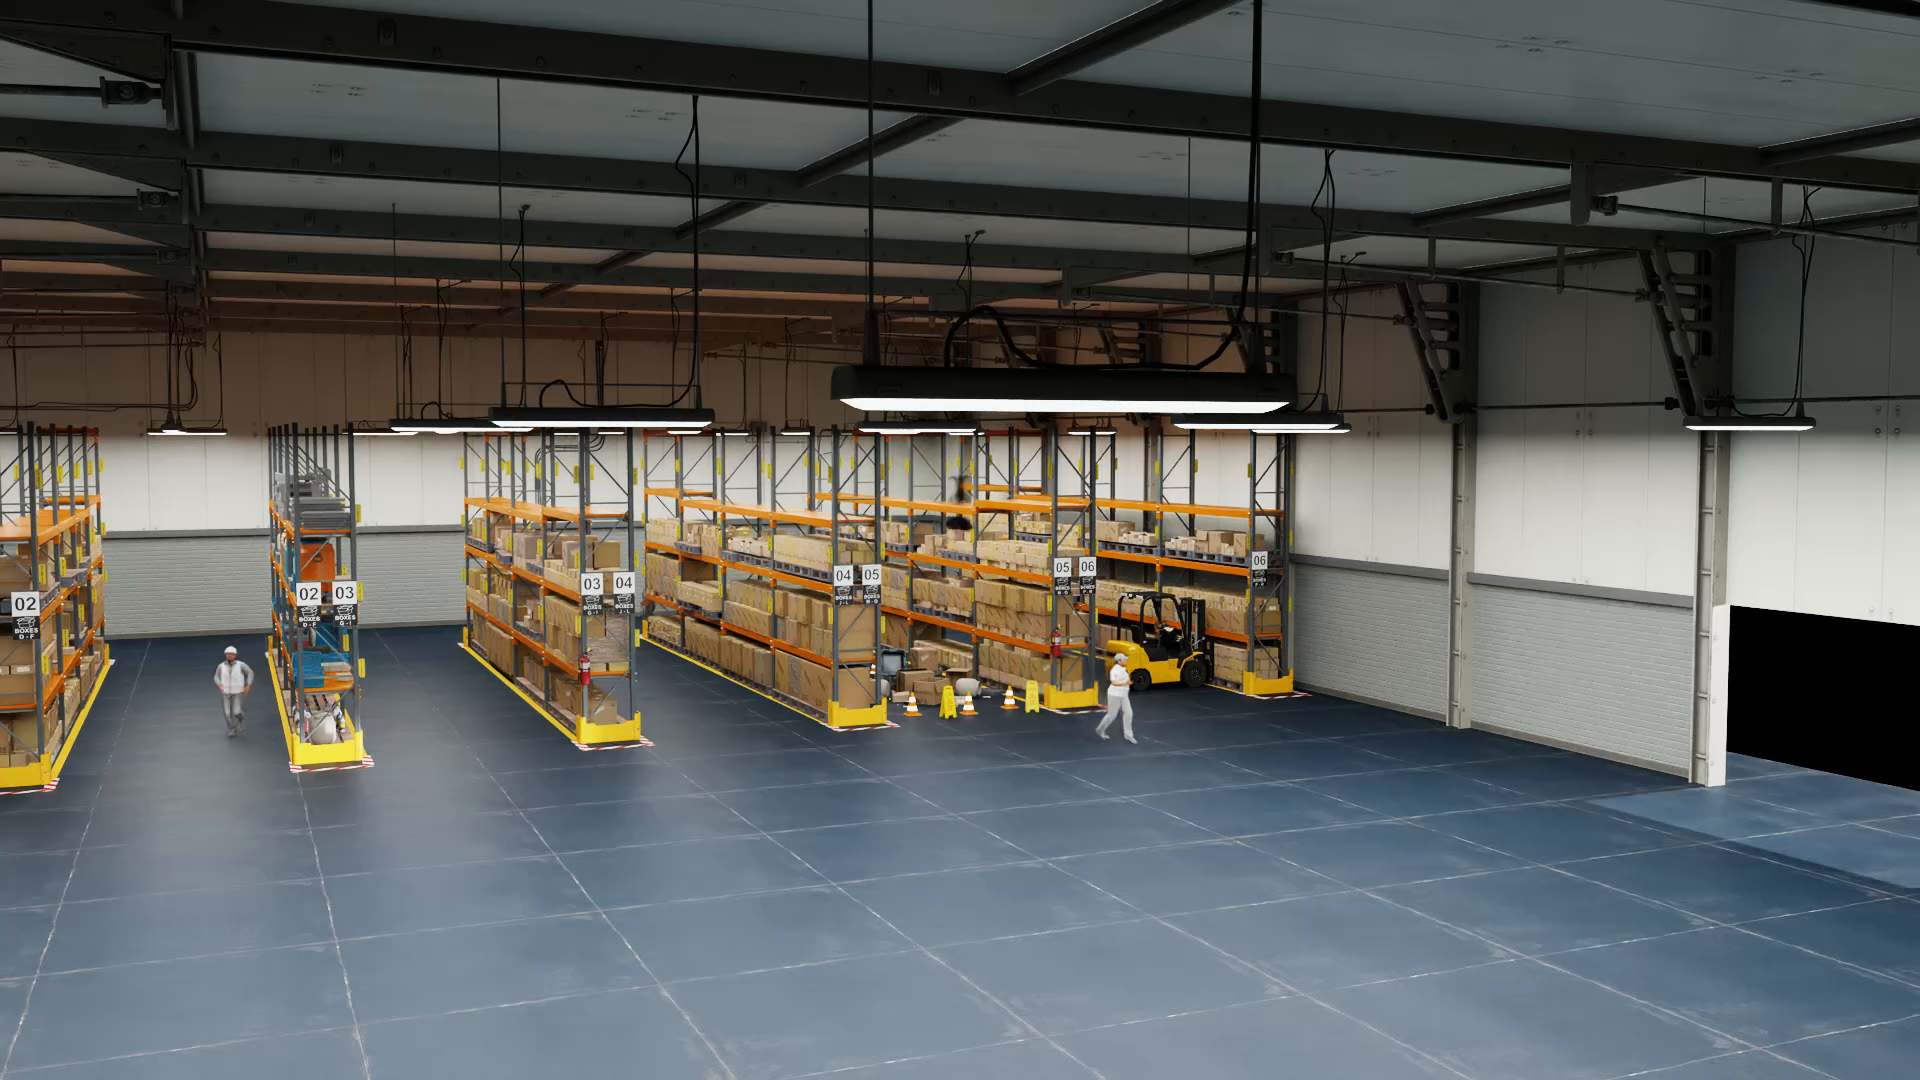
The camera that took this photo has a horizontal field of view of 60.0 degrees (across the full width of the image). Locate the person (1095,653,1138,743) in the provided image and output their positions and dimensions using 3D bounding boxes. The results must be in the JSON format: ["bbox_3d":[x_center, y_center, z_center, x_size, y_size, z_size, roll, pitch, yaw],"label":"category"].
[{"bbox_3d":[2.941,2.985,31.326,0.826,1.715,0.581,2,4,27],"label":"person"}]

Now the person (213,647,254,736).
[{"bbox_3d":[-13.921,2.905,31.837,0.699,1.728,0.596,-1,4,-12],"label":"person"}]

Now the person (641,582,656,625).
[{"bbox_3d":[-9.148,1.960,48.864,0.596,1.584,0.586,3,4,36],"label":"person"}]
